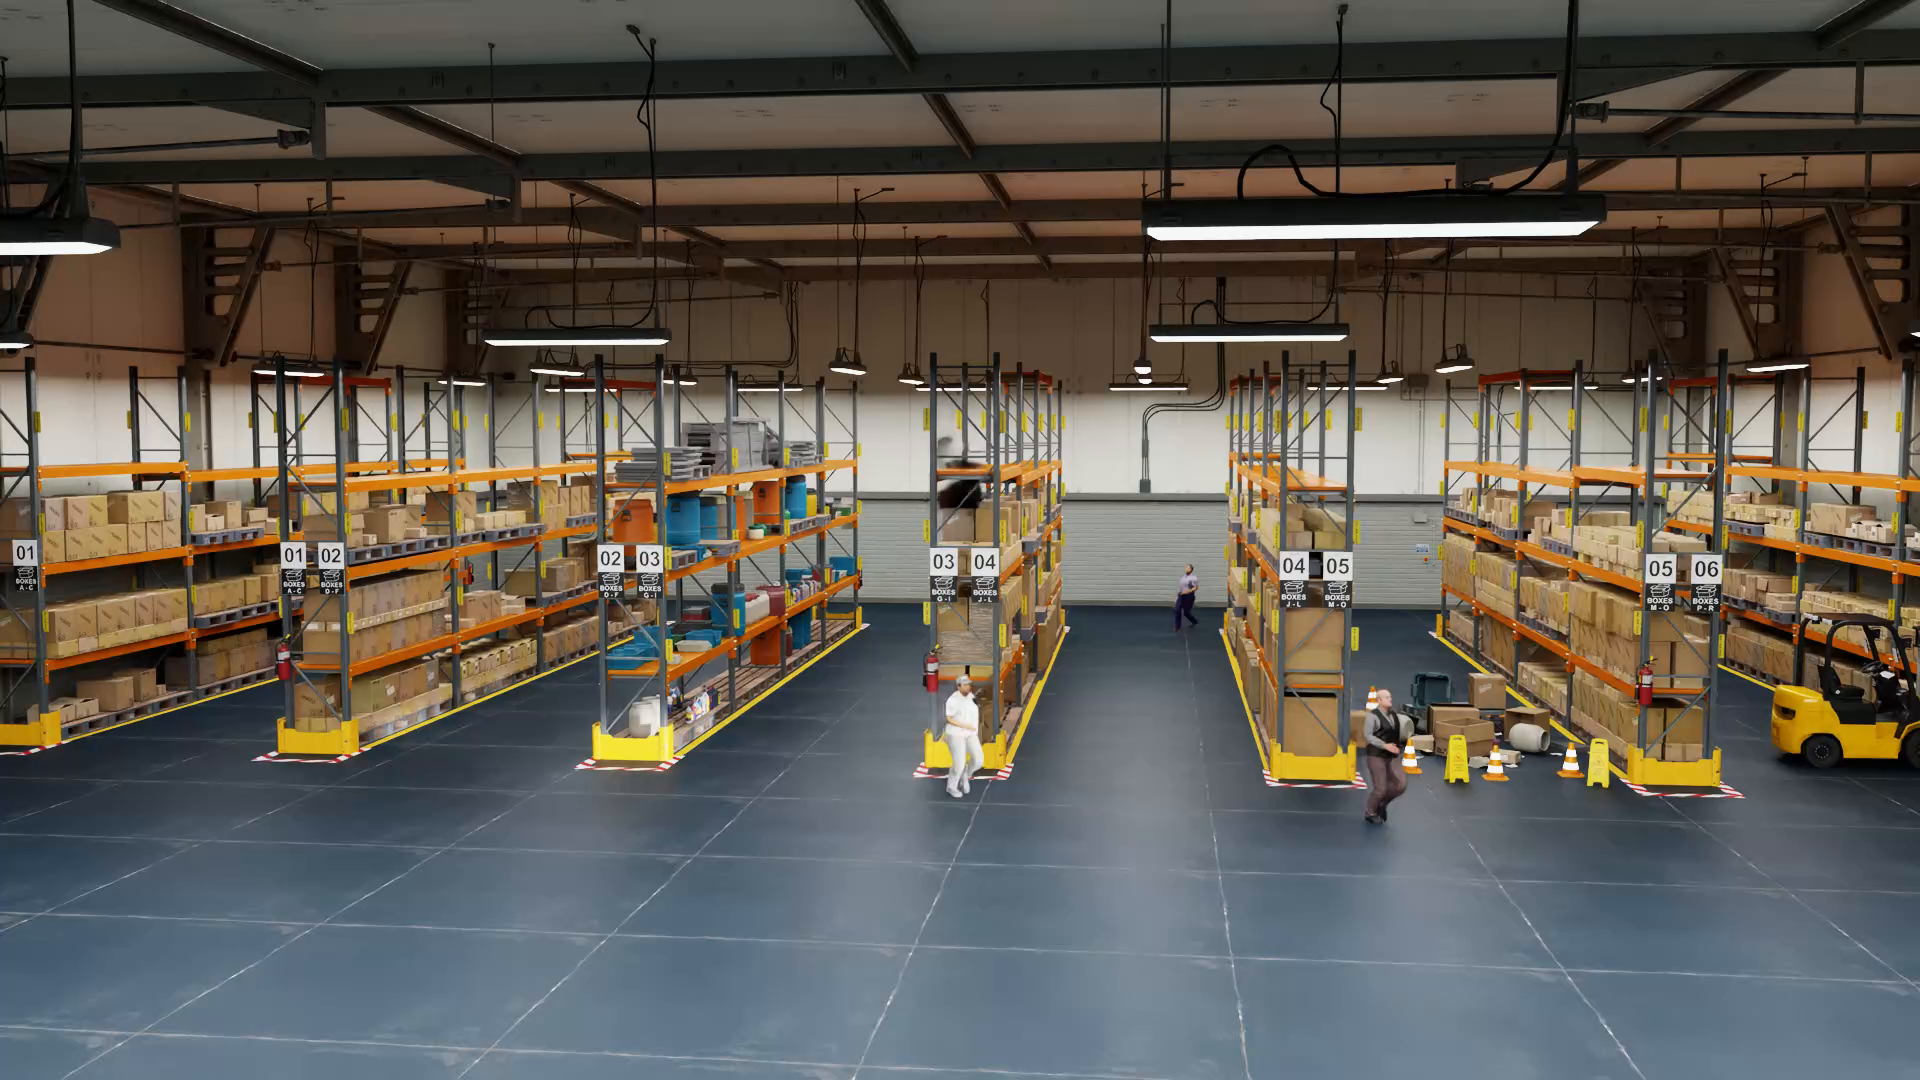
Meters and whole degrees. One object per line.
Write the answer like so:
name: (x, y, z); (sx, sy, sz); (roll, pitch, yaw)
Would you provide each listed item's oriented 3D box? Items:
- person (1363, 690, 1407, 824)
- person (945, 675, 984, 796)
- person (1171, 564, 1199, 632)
person: (5.296, 2.695, 20.606); (0.694, 1.680, 0.606); (-3, 5, -32)
person: (0.079, 2.612, 22.217); (0.631, 1.632, 0.597); (-4, 5, -42)
person: (5.468, 1.400, 39.748); (0.779, 1.634, 0.628); (-3, 5, -37)
